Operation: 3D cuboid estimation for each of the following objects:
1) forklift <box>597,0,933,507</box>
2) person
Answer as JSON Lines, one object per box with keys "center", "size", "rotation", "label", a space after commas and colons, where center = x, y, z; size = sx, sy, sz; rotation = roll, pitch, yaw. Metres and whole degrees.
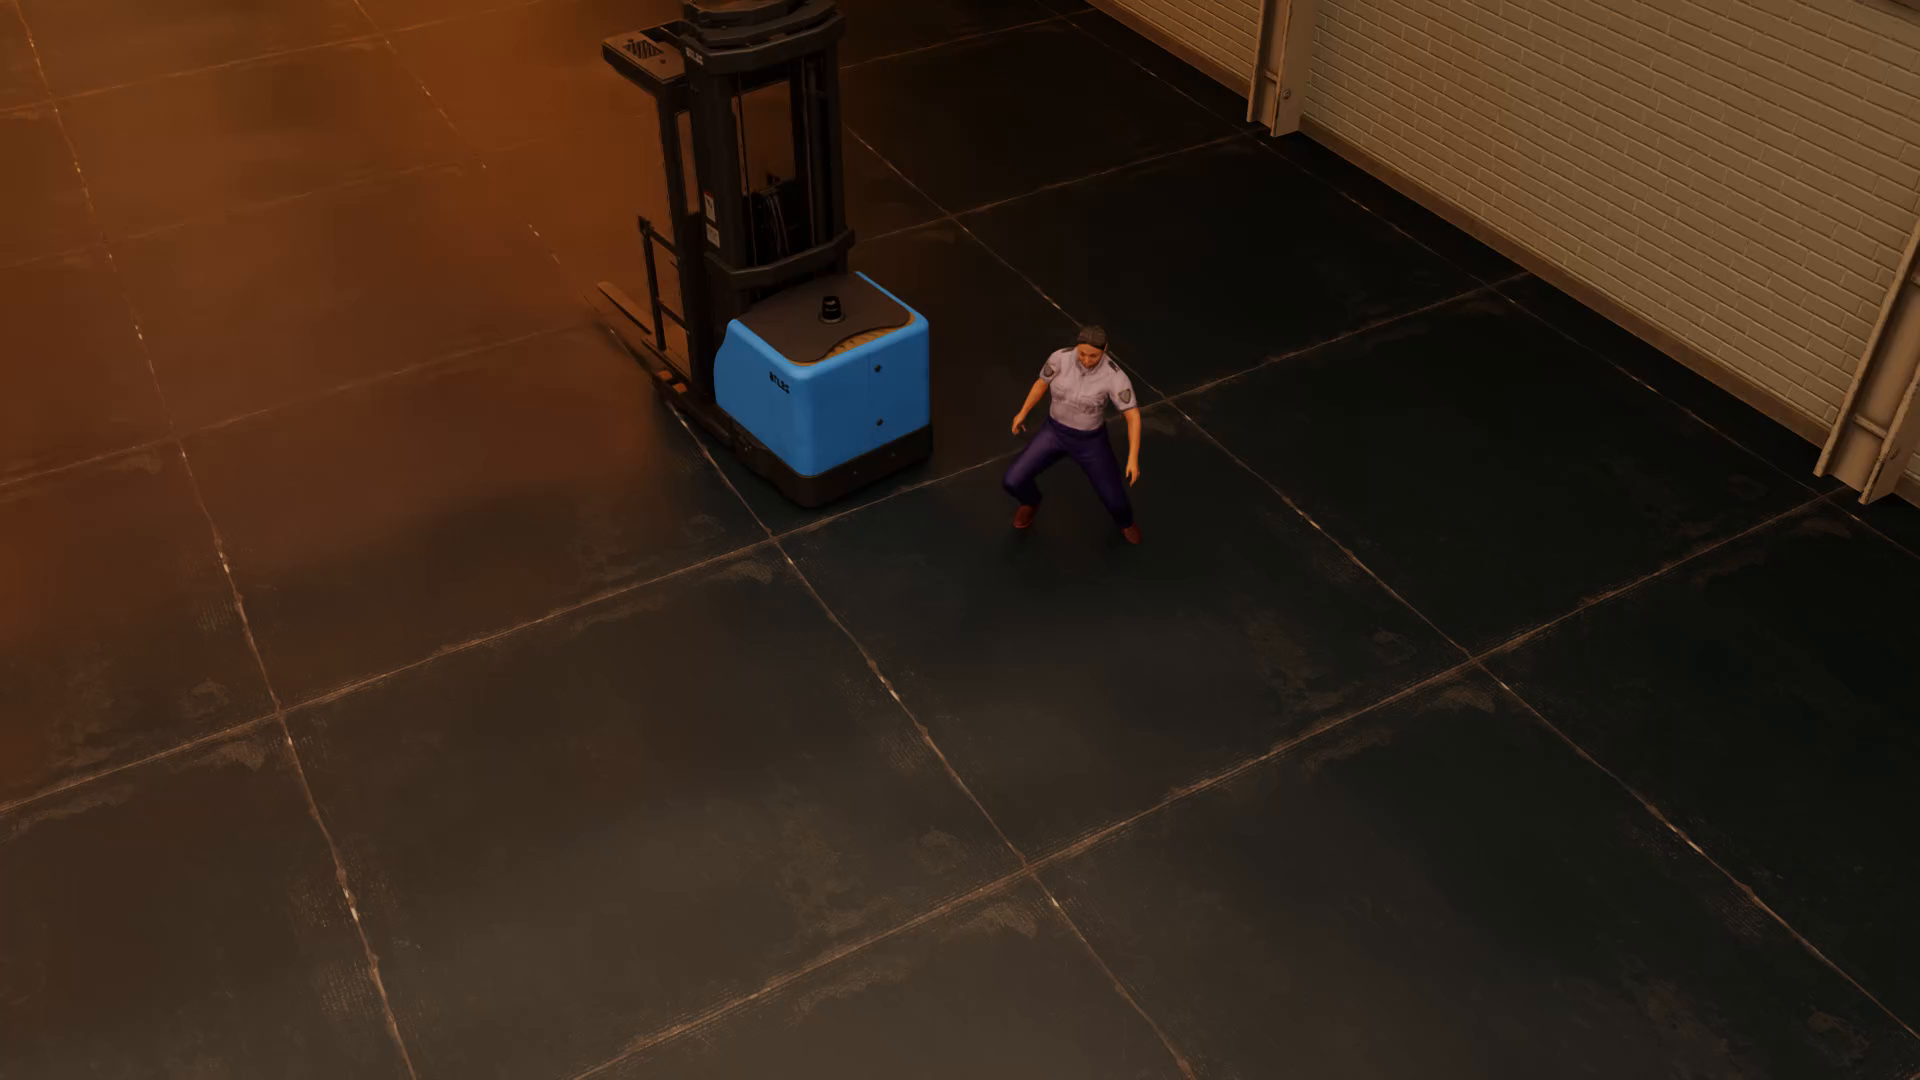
{"center": [-1.479, -2.216, 10.708], "size": [1.130, 2.935, 3.031], "rotation": [-27, 47, -28], "label": "forklift"}
{"center": [0.713, -0.603, 9.895], "size": [0.878, 1.532, 0.626], "rotation": [19, 43, 22], "label": "person"}
